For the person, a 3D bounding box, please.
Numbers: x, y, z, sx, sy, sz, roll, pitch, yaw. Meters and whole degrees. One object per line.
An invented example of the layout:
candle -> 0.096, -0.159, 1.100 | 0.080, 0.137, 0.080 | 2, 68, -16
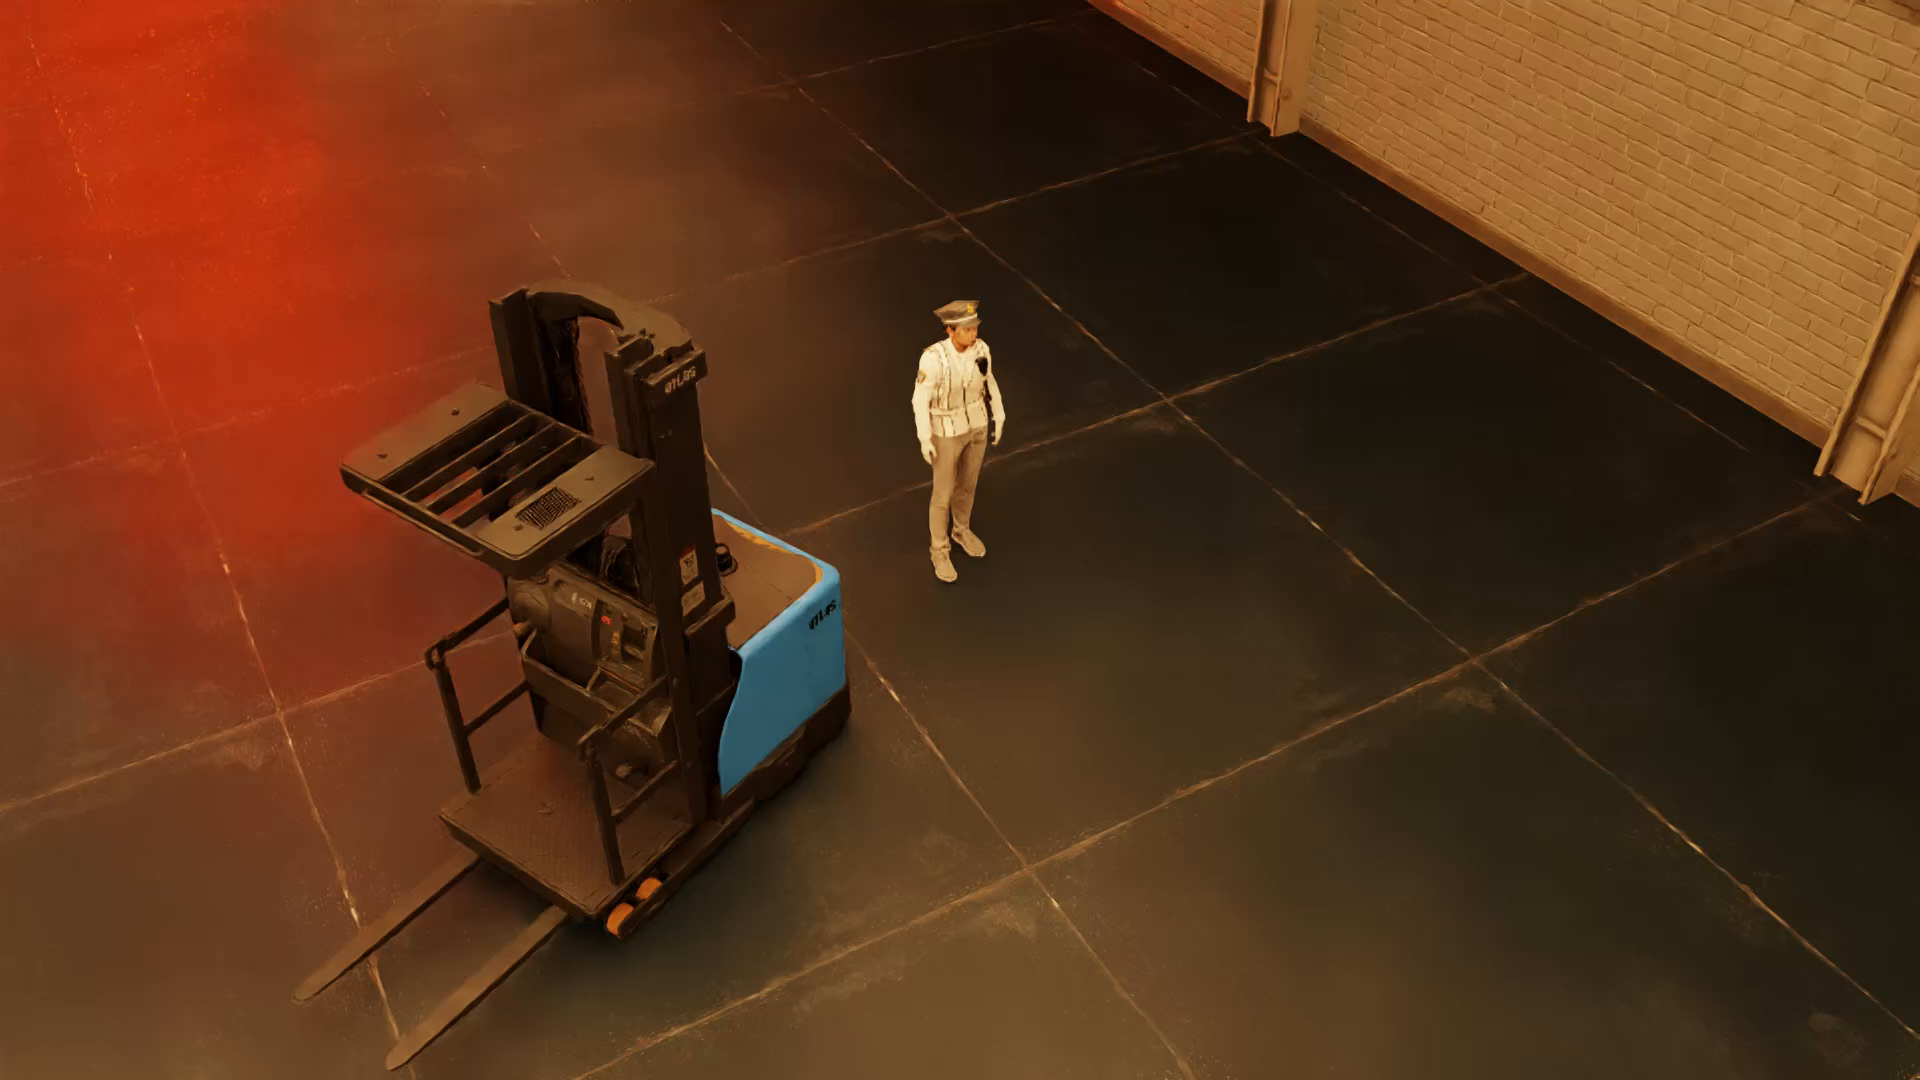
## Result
person -> 0.028, -0.618, 9.738 | 0.586, 1.695, 0.533 | -20, 44, -23

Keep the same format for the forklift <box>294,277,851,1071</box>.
forklift -> -1.860, 0.434, 7.513 | 1.130, 2.935, 3.031 | 24, 46, 27
